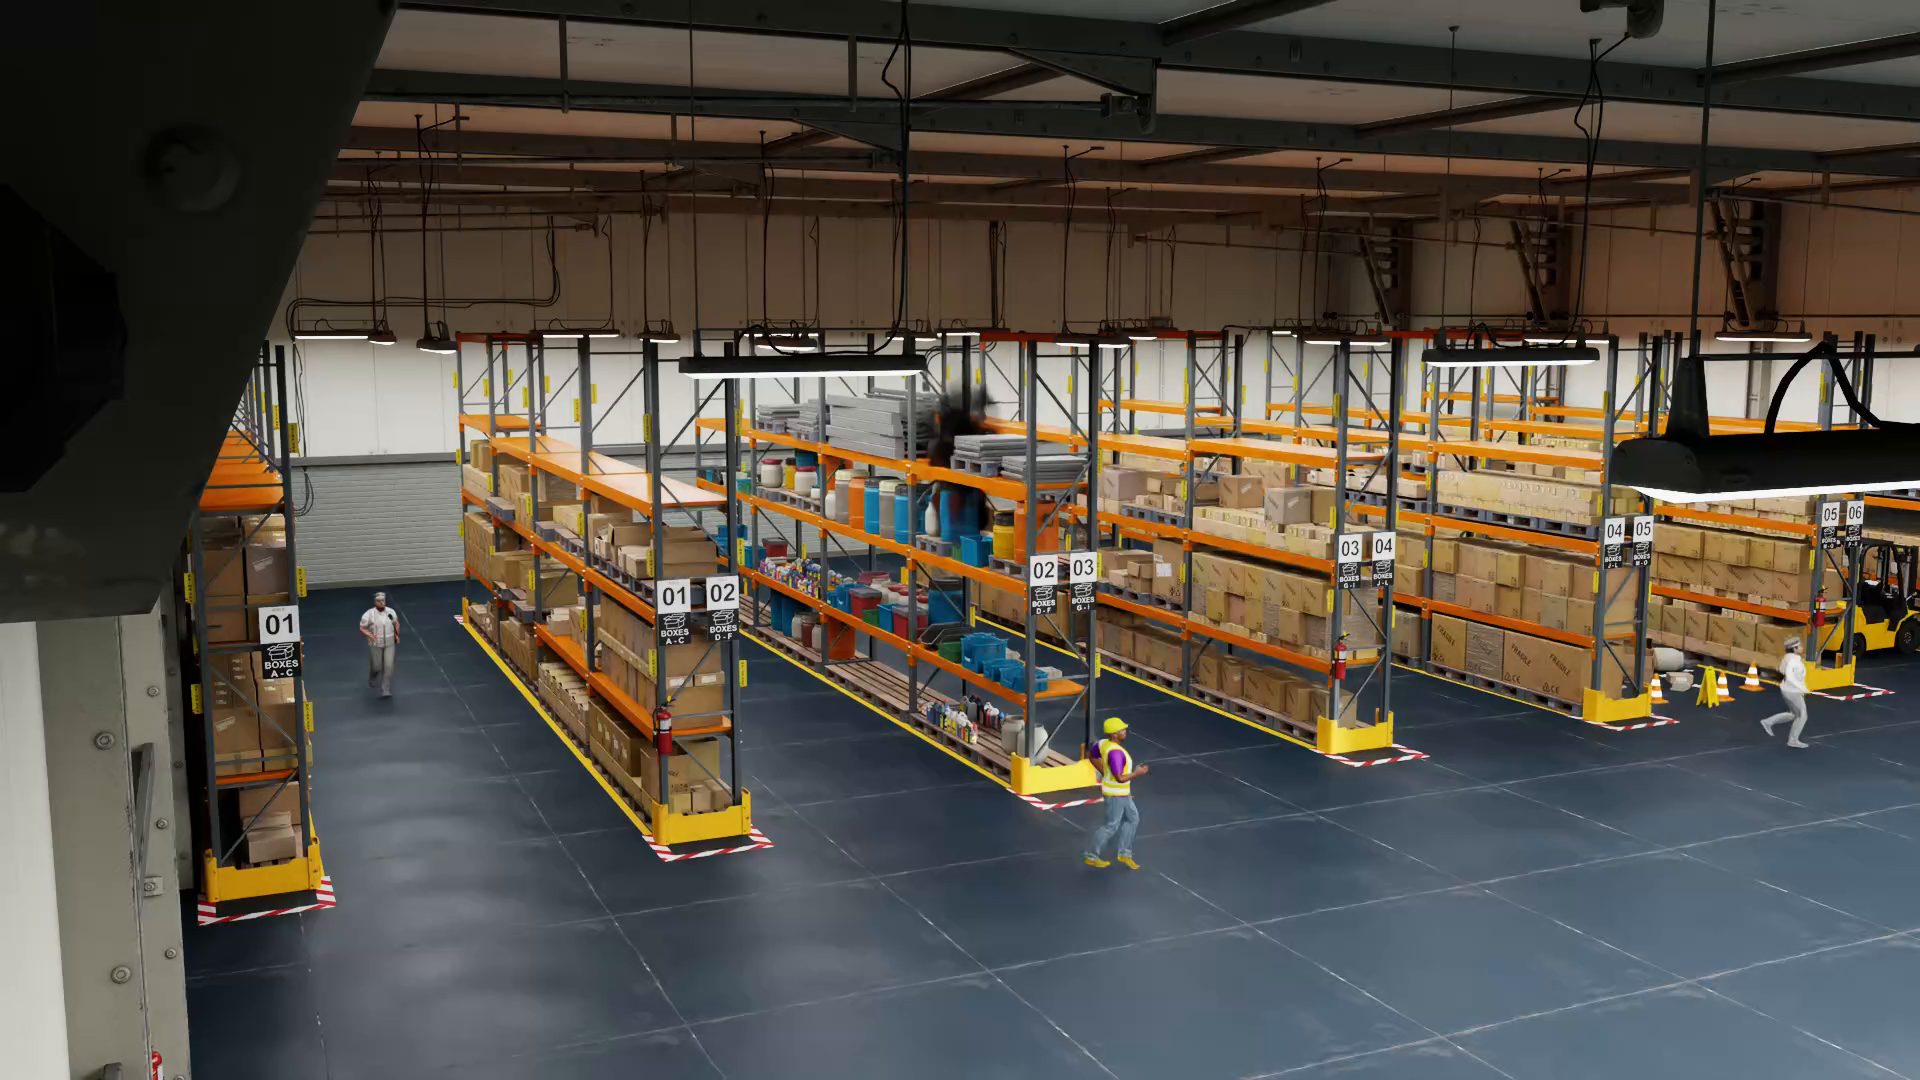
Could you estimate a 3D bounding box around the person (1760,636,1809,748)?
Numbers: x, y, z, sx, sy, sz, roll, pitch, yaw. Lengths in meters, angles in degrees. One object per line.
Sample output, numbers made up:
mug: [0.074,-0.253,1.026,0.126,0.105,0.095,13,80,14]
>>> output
person: [12.167,2.225,24.440,0.657,1.666,0.632,3,8,19]

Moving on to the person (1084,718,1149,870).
person: [1.778,2.914,18.941,0.730,1.822,0.674,0,8,2]

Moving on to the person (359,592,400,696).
person: [-9.695,1.720,27.852,0.664,1.742,0.678,-5,9,-34]
